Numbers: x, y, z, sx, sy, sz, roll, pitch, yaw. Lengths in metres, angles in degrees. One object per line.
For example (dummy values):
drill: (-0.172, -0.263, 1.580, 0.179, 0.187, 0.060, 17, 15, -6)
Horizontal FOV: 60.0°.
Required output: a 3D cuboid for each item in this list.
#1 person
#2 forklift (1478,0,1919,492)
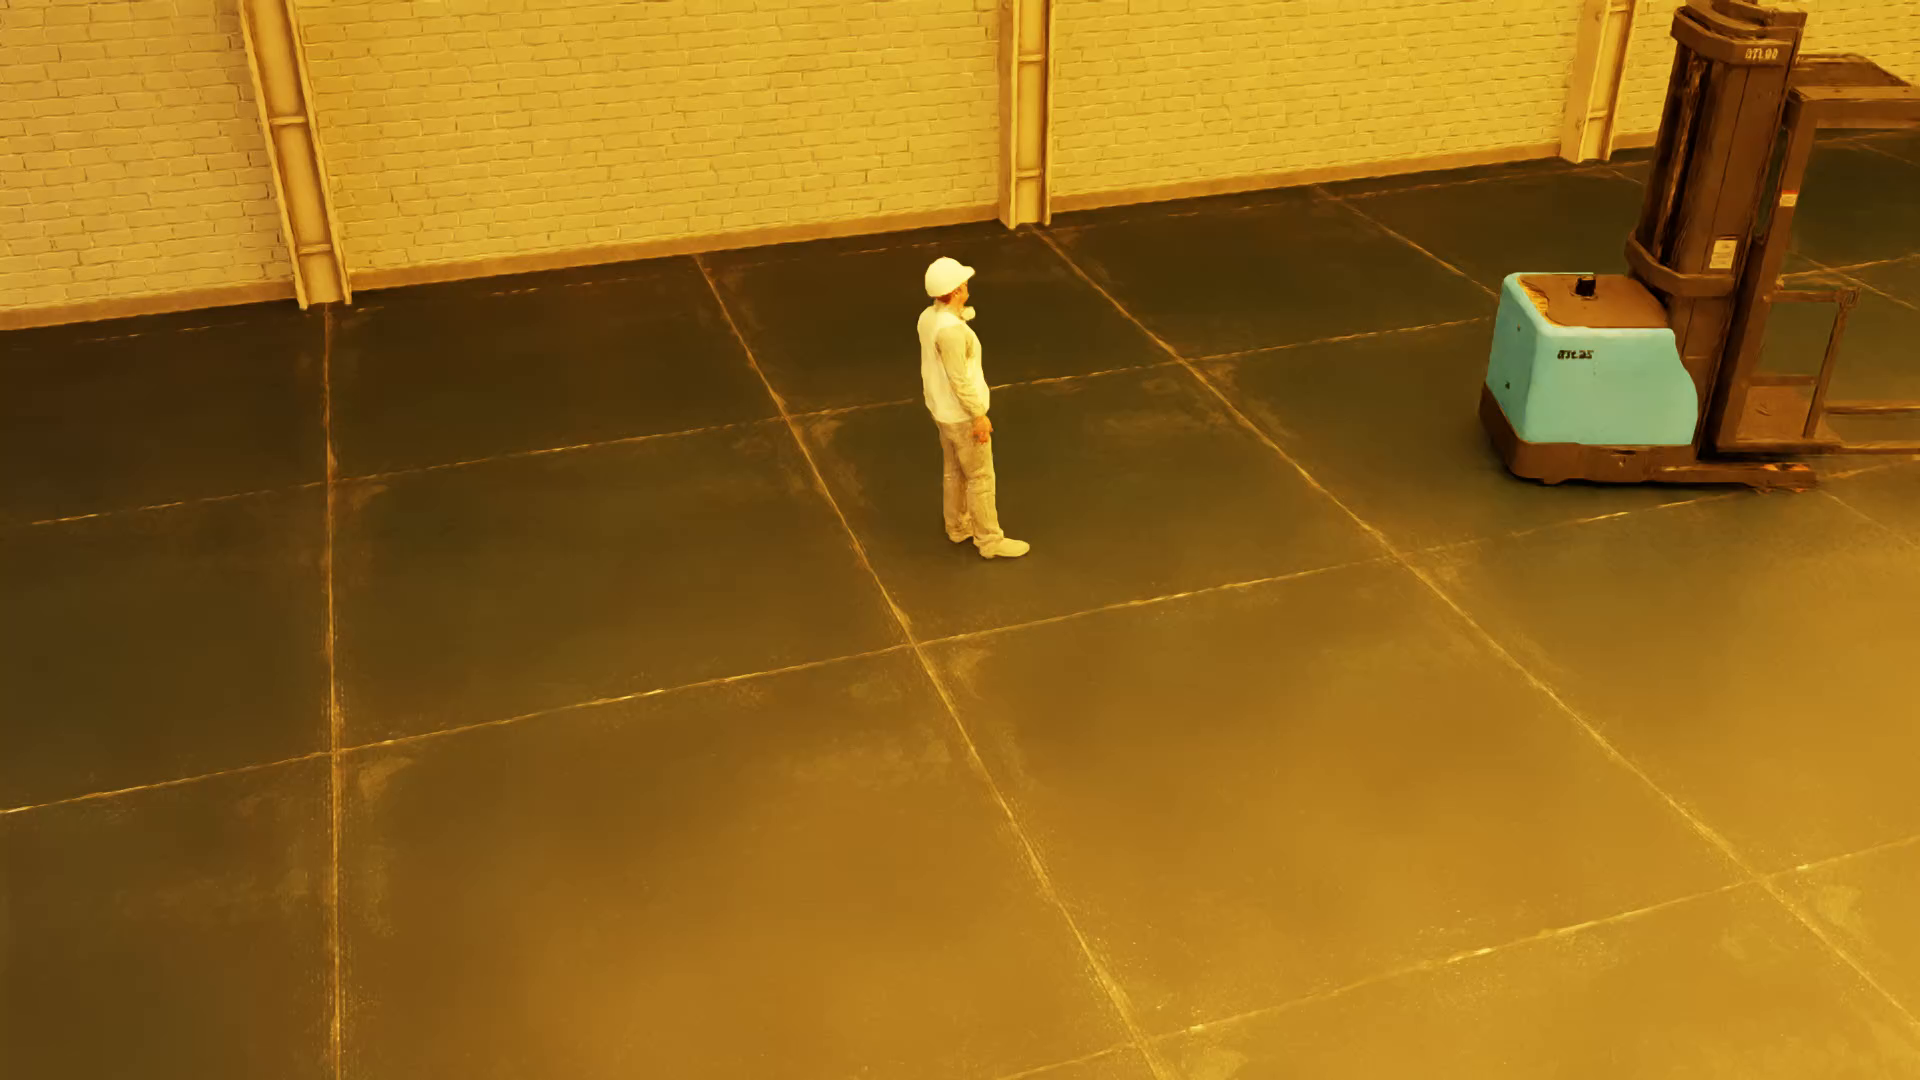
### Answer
person: (0.062, -0.781, 9.591, 0.567, 1.773, 0.632, -10, 31, -16)
forklift: (5.054, -1.846, 10.295, 3.031, 2.935, 1.130, 1, 30, 1)
